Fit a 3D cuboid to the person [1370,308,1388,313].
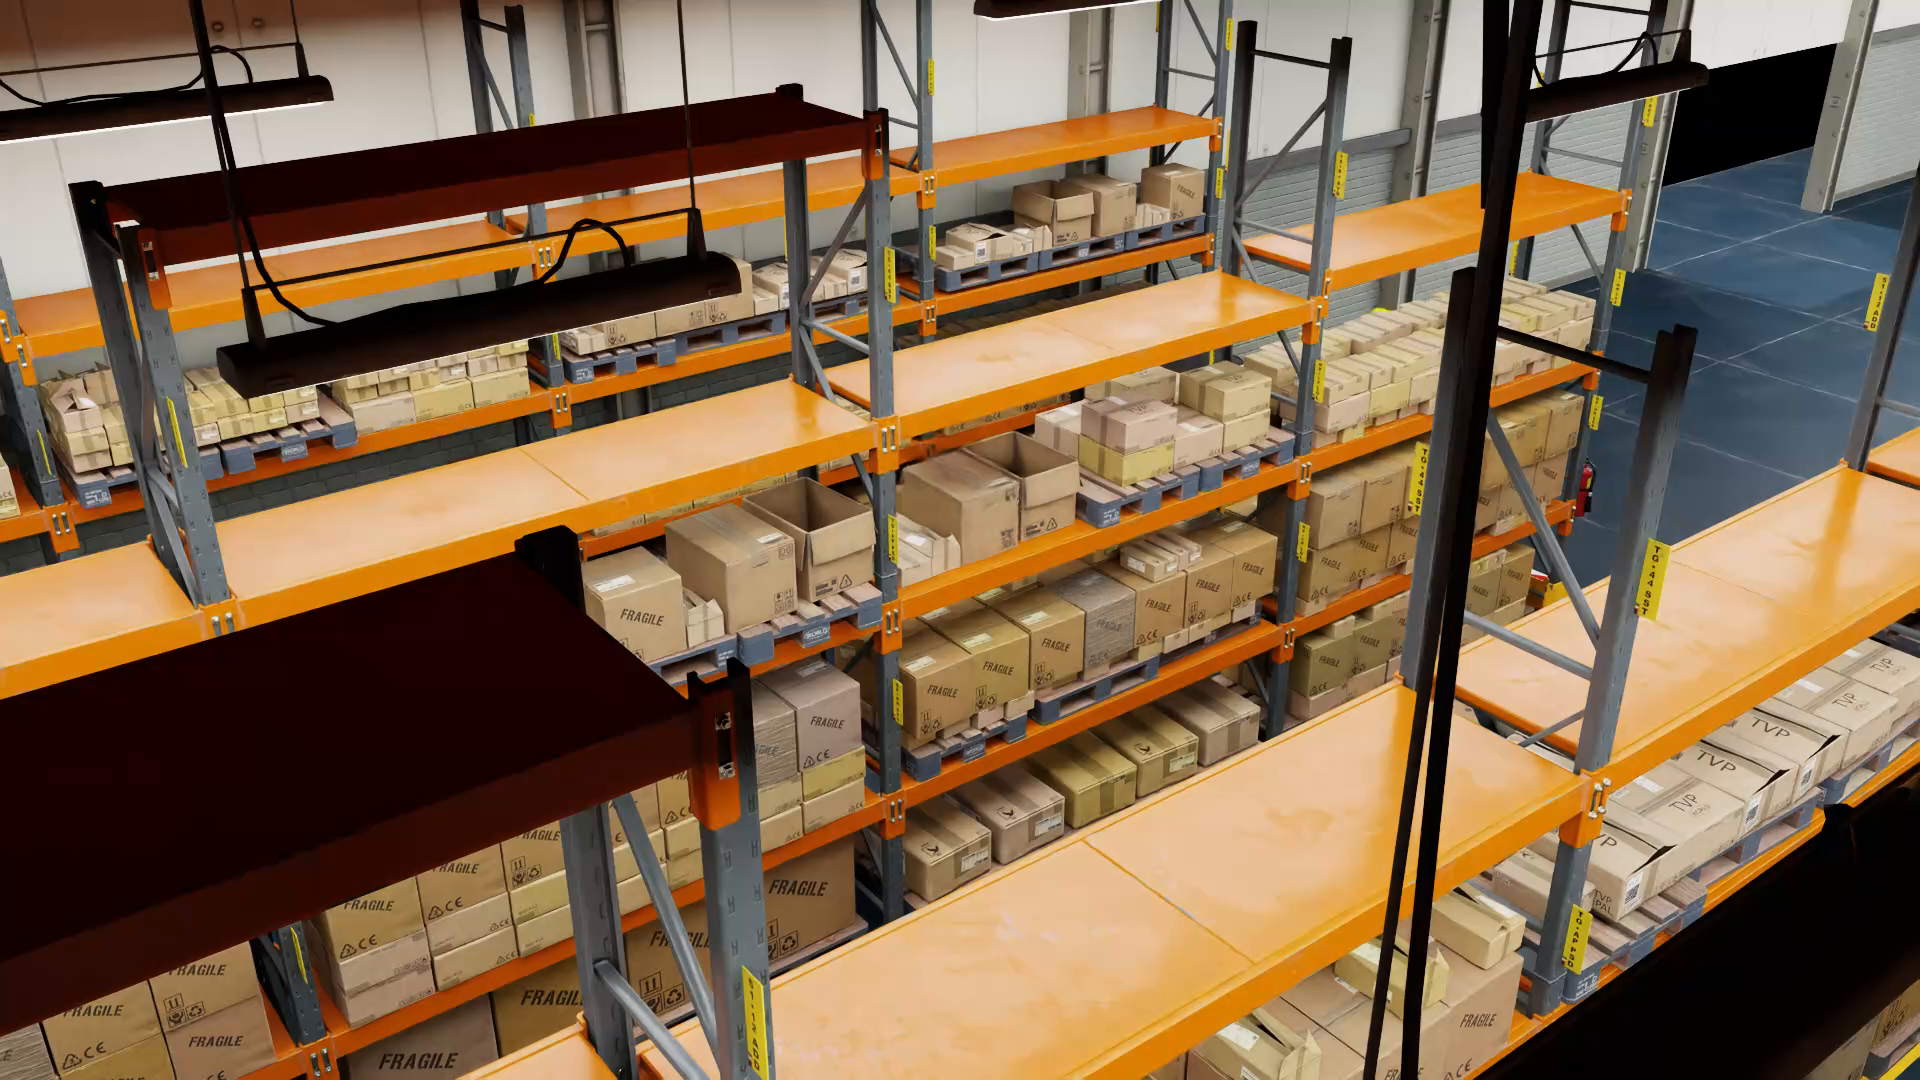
[{"bbox_3d":[4.940,-2.004,20.251,0.618,1.732,0.623,-8,27,-15],"label":"person"}]
